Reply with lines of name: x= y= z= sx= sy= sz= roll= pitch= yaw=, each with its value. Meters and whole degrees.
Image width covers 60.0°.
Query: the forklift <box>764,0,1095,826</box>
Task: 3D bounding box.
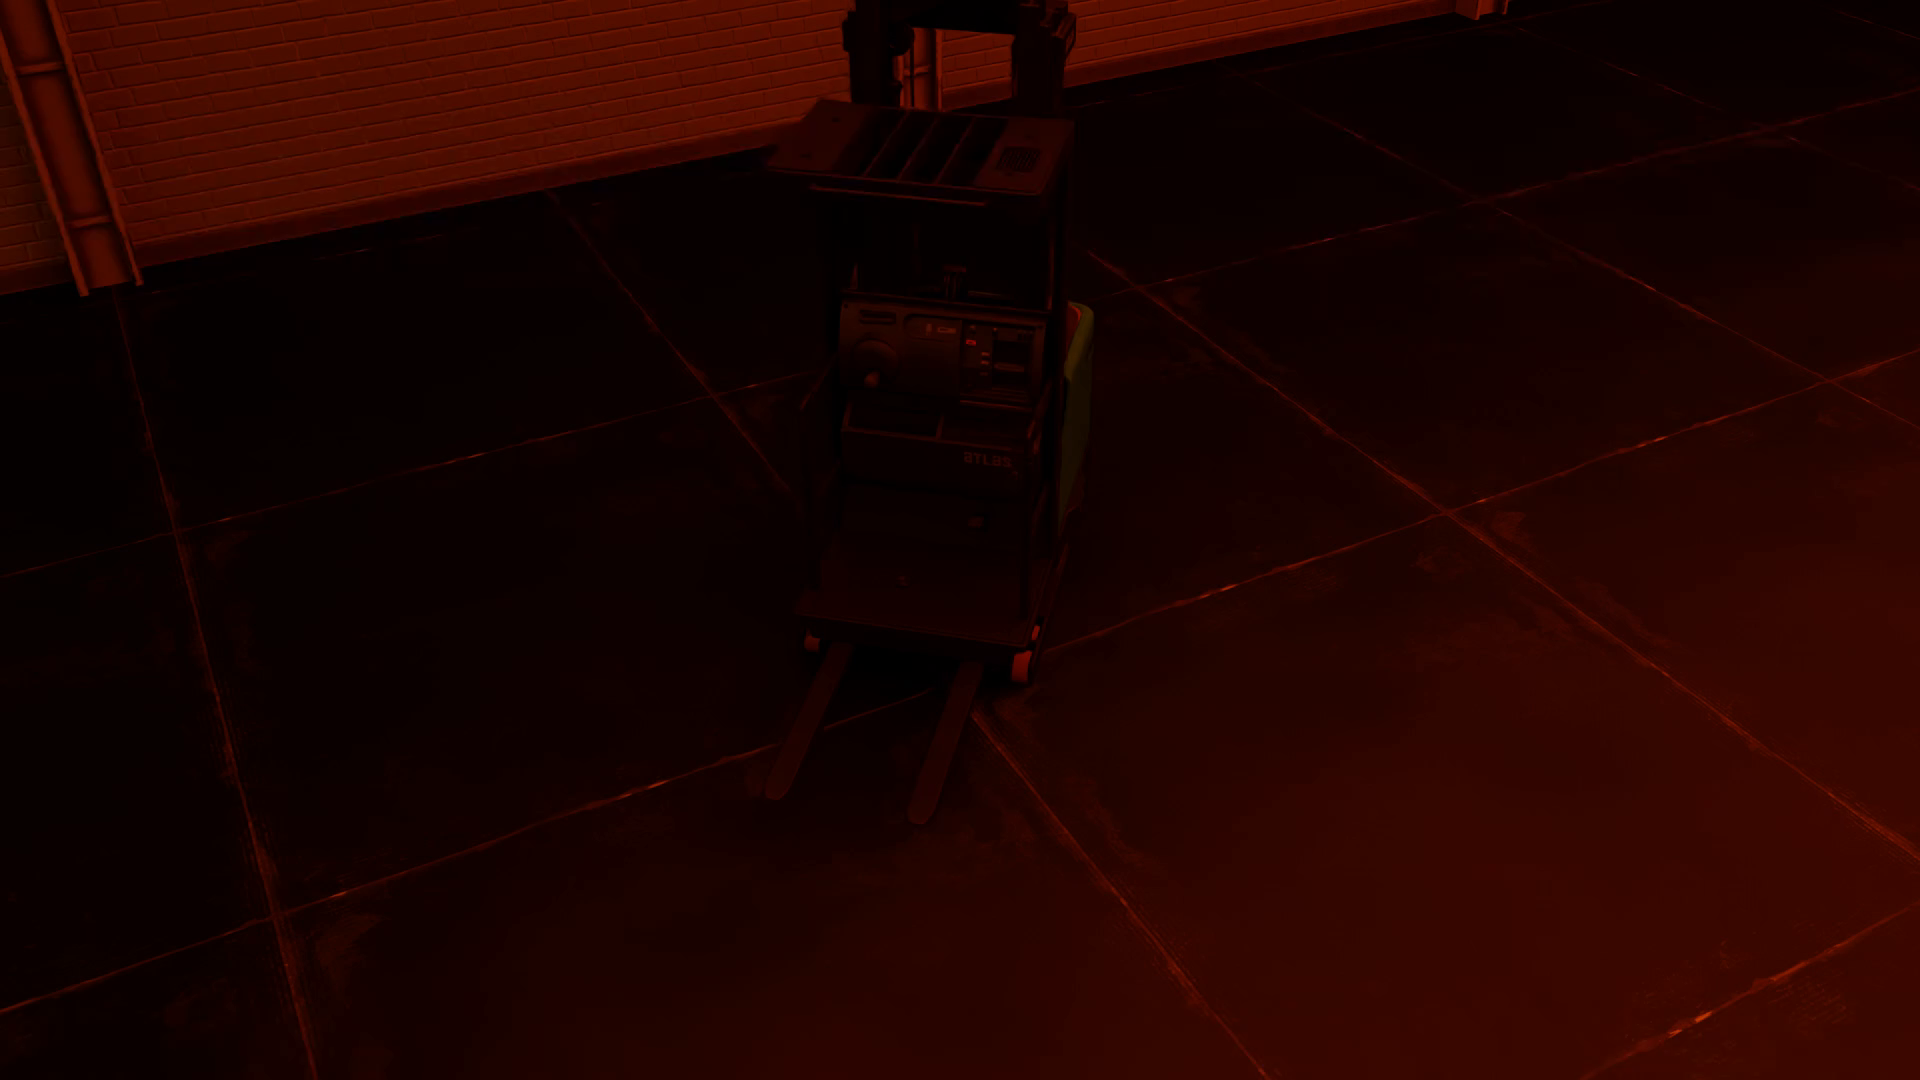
forklift: x=-0.130 y=-0.768 z=7.209 sx=1.130 sy=2.935 sz=3.031 roll=8 pitch=36 yaw=11

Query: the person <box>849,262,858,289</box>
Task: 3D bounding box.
person: x=-0.414 y=-0.957 z=8.721 sx=0.452 sy=1.515 sz=0.763 roll=7 pitch=36 yaw=9
